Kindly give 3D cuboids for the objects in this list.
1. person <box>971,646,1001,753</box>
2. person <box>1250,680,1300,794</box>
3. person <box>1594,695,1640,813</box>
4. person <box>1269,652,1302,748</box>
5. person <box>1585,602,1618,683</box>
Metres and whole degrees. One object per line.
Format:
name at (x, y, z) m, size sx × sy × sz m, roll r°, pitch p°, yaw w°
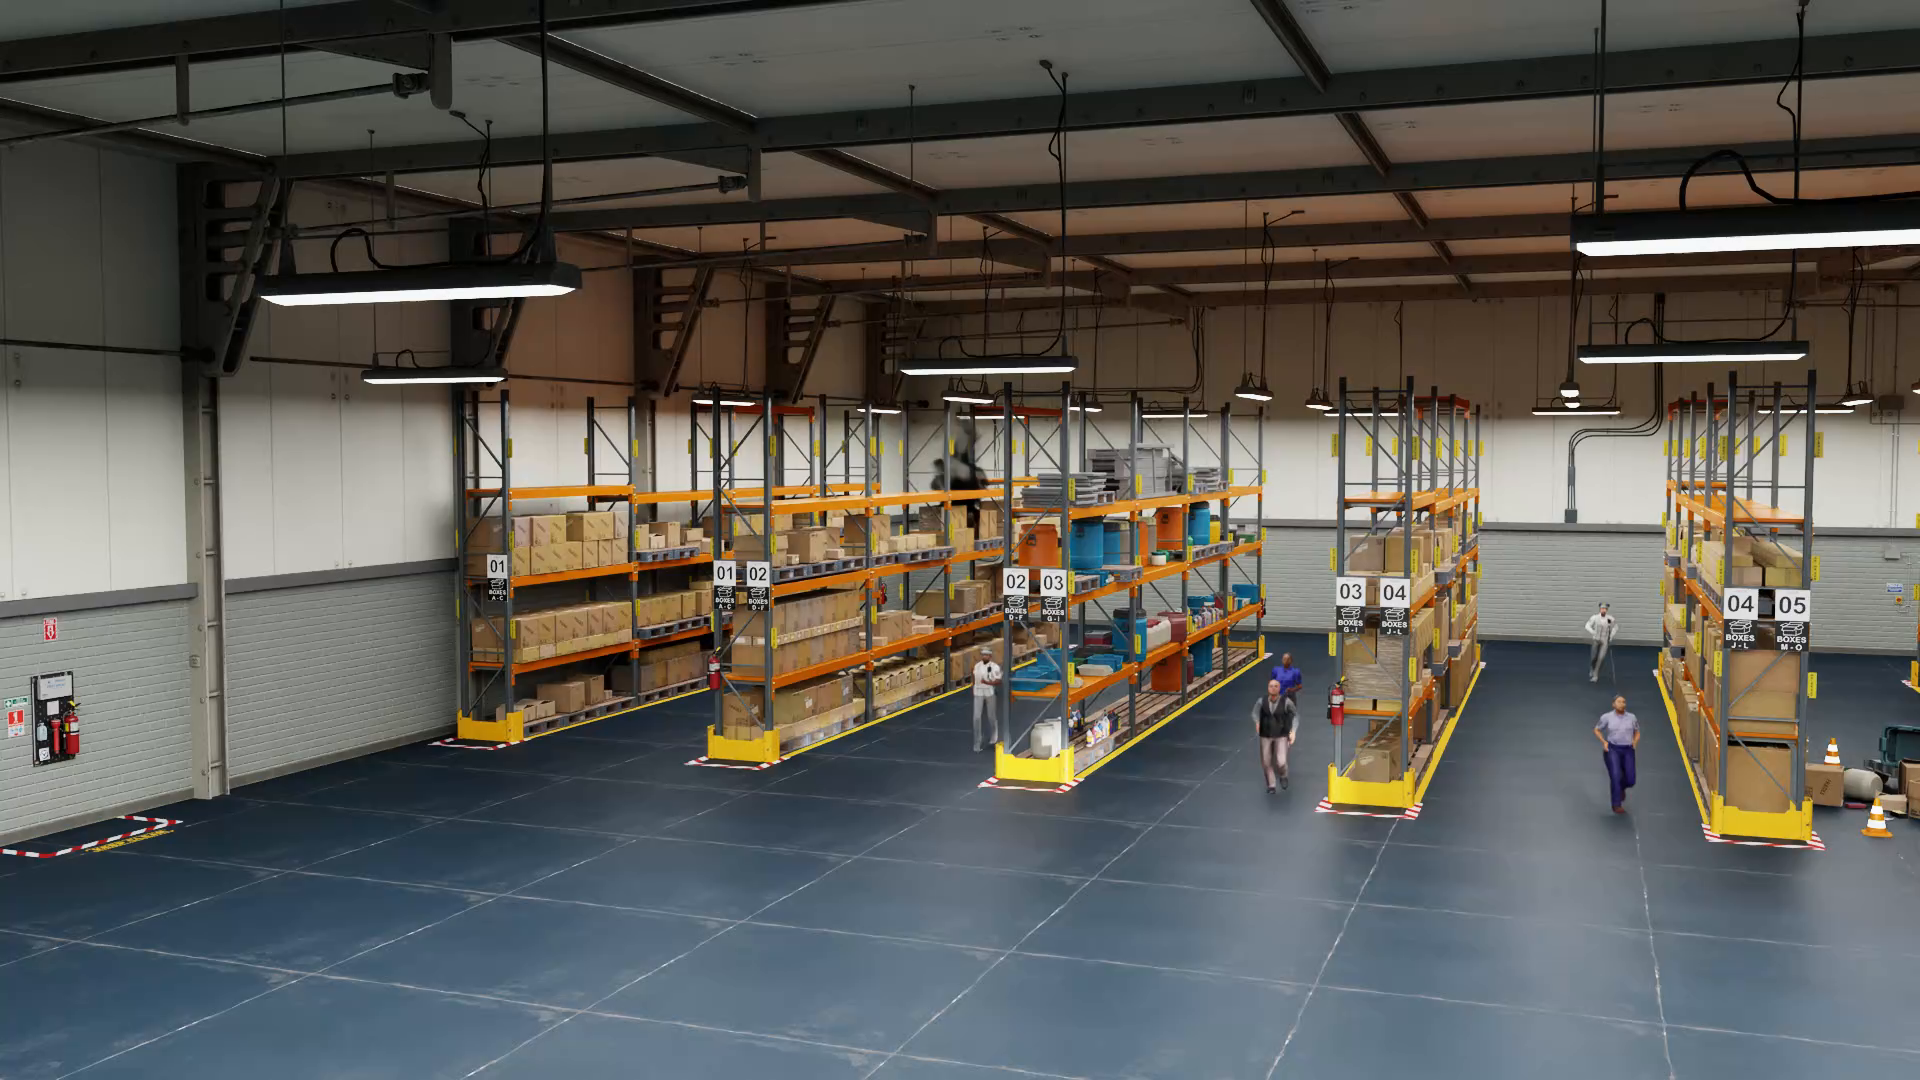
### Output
person at (0.430, 2.631, 27.678) m, size 0.547 × 1.756 × 0.777 m, roll 1°, pitch 3°, yaw 14°
person at (4.517, 2.856, 23.966) m, size 0.705 × 1.674 × 0.576 m, roll 1°, pitch 3°, yaw 20°
person at (9.093, 2.935, 22.994) m, size 0.611 × 1.598 × 0.664 m, roll 0°, pitch 3°, yaw 6°
person at (5.346, 2.679, 27.319) m, size 0.536 × 1.690 × 0.788 m, roll 1°, pitch 3°, yaw 11°
person at (13.814, 2.181, 35.826) m, size 0.645 × 1.700 × 0.873 m, roll 1°, pitch 3°, yaw 24°
